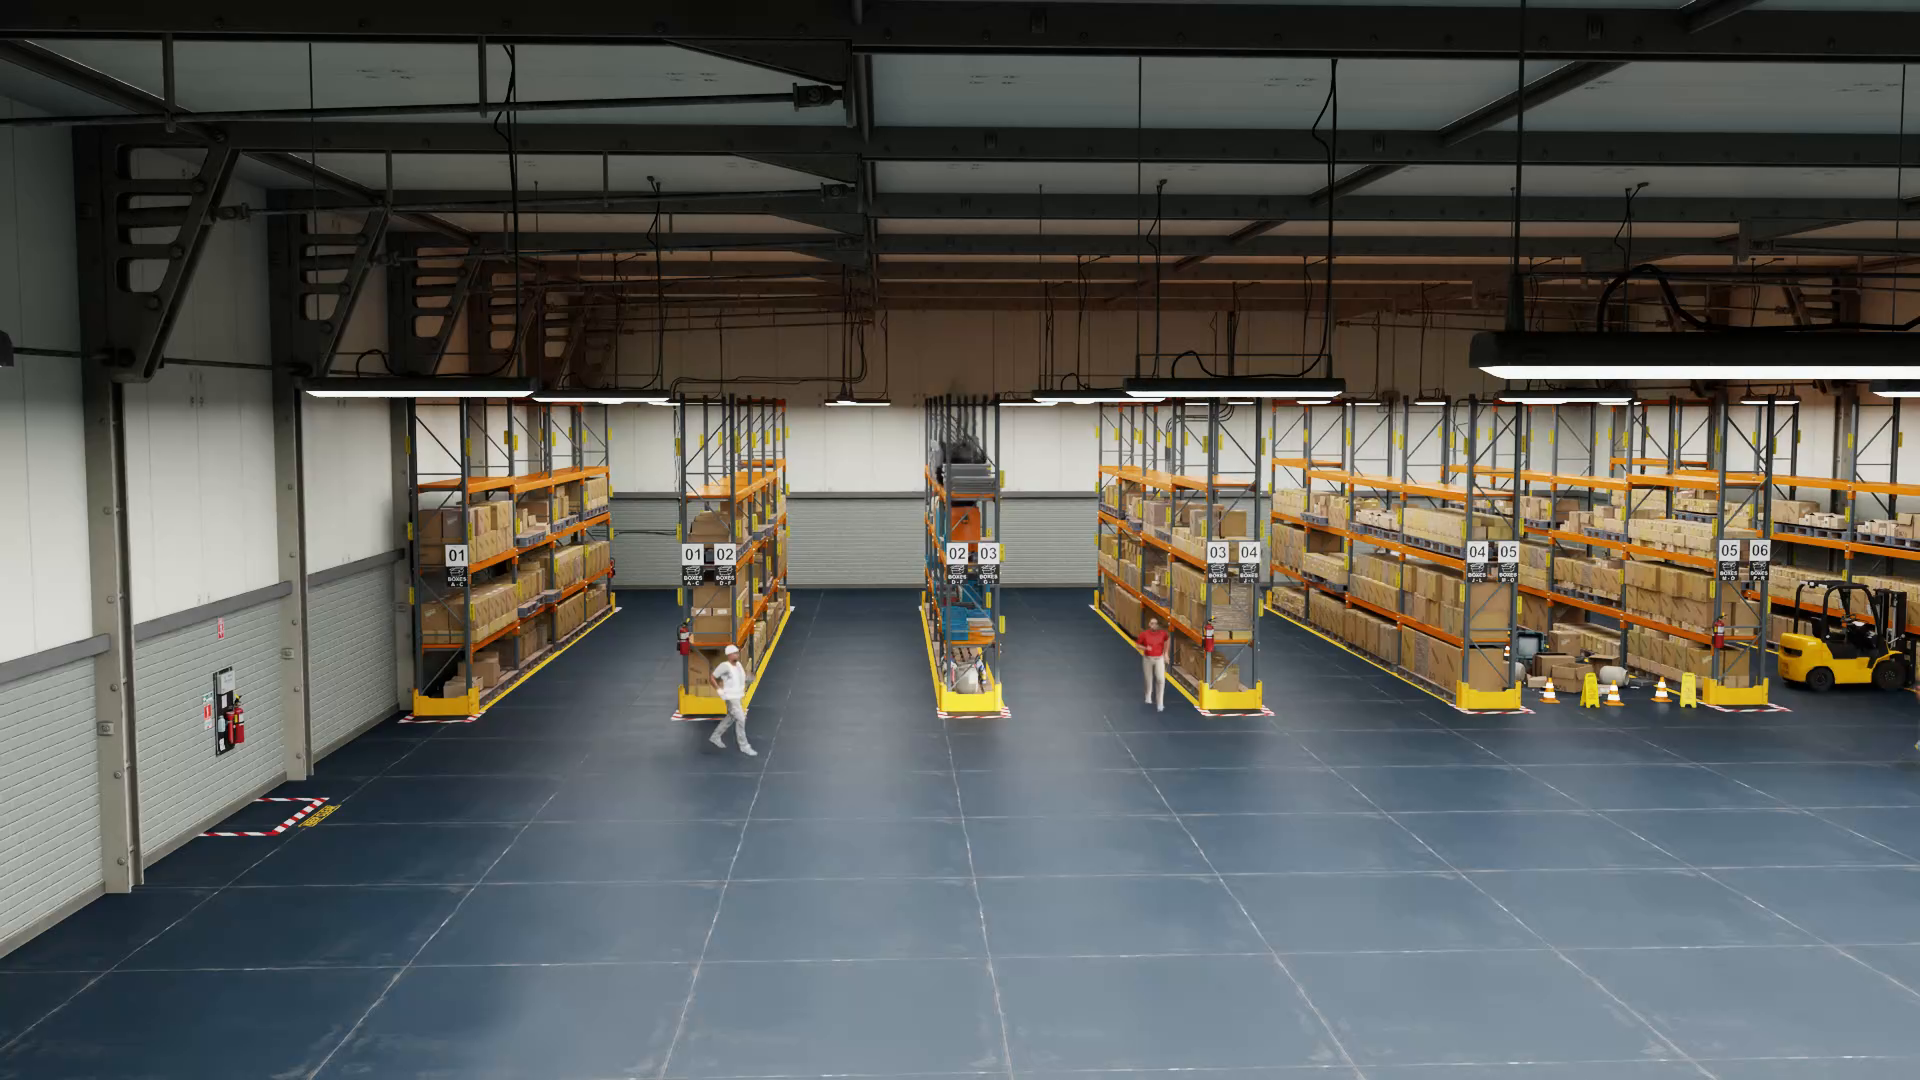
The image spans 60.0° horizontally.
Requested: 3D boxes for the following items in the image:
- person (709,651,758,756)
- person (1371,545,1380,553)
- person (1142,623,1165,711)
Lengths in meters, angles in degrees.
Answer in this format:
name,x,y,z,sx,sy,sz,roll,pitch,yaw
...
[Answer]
name,x,y,z,sx,sy,sz,roll,pitch,yaw
person,-3.757,2.651,27.531,0.934,1.768,0.678,1,5,16
person,12.589,0.951,50.270,0.769,1.655,0.607,-2,5,-22
person,3.700,2.396,31.878,0.419,1.685,0.870,0,5,1
